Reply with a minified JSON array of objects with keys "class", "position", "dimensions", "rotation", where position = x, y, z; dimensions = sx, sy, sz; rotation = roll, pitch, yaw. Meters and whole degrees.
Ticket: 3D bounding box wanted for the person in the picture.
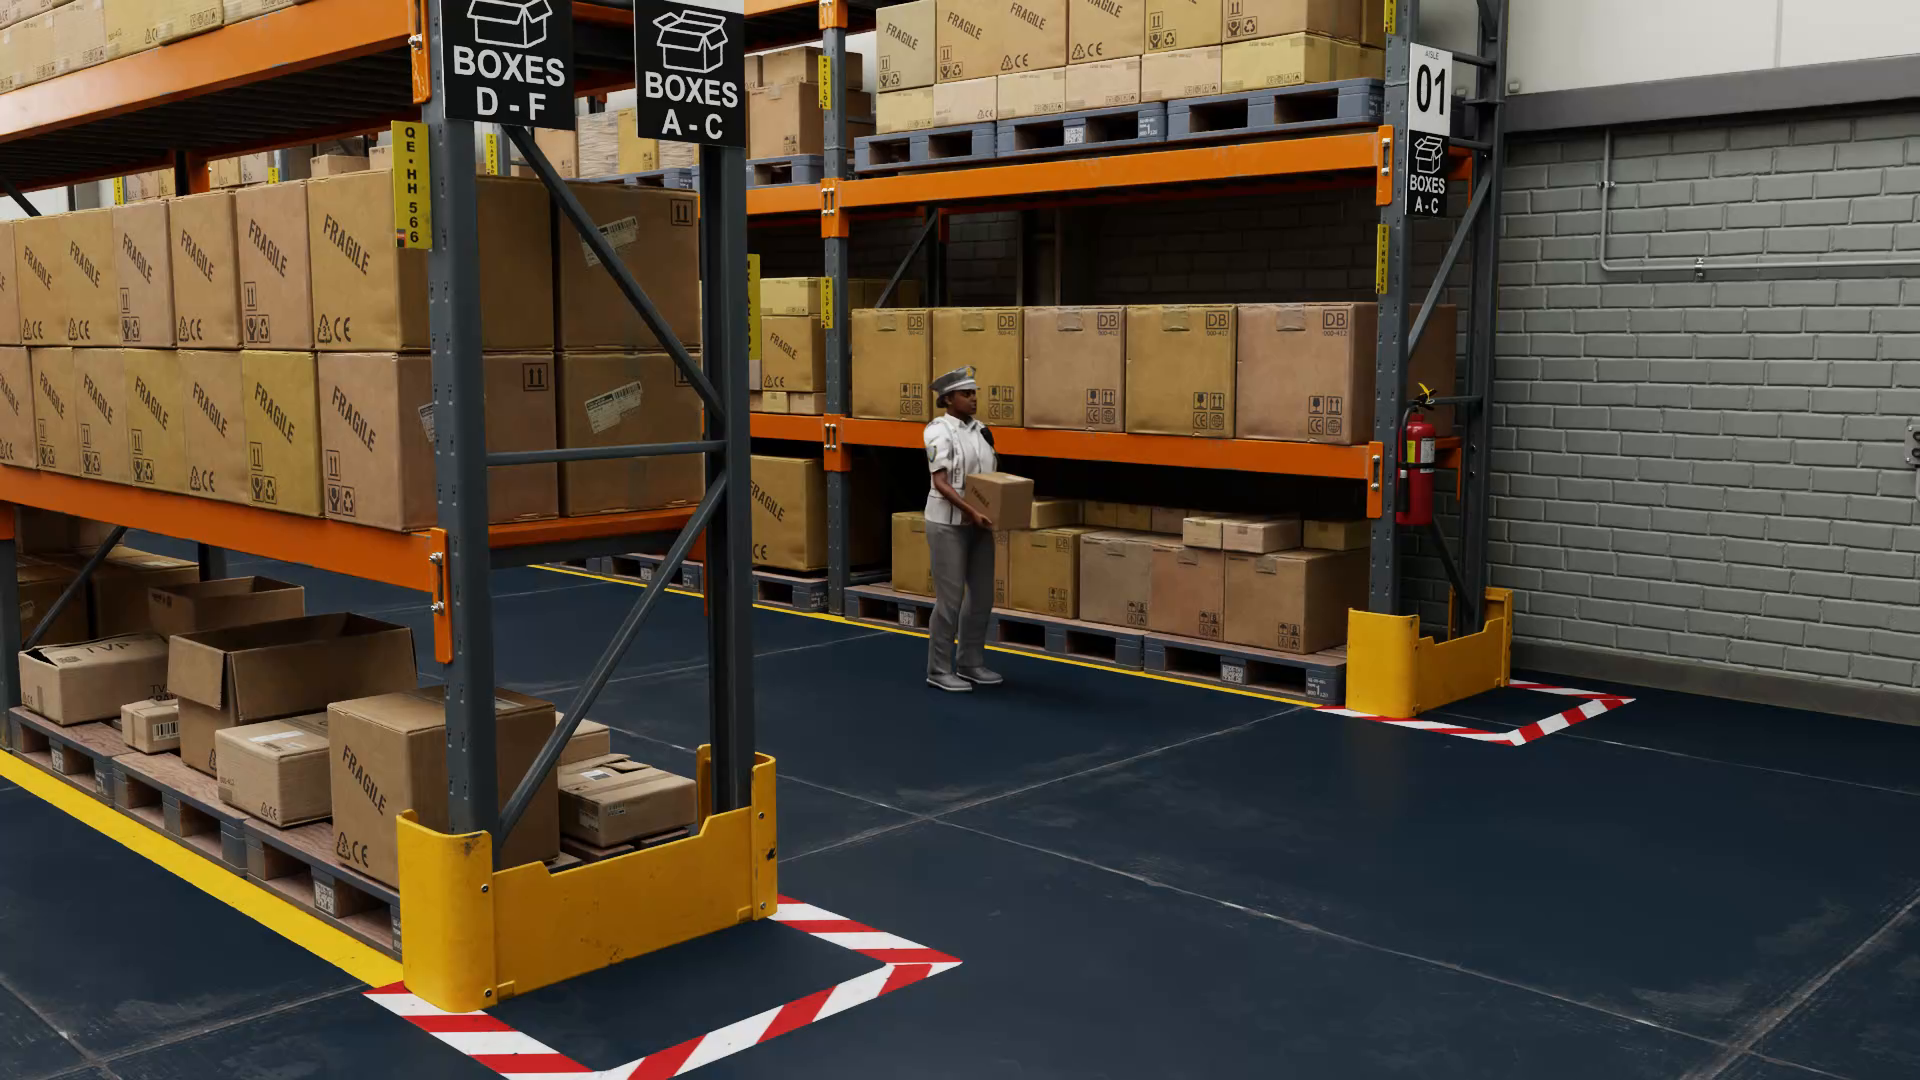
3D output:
[{"class":"person","position":[0.061,-0.062,8.667],"dimensions":[0.533,1.688,0.451],"rotation":[7,10,44]}]
